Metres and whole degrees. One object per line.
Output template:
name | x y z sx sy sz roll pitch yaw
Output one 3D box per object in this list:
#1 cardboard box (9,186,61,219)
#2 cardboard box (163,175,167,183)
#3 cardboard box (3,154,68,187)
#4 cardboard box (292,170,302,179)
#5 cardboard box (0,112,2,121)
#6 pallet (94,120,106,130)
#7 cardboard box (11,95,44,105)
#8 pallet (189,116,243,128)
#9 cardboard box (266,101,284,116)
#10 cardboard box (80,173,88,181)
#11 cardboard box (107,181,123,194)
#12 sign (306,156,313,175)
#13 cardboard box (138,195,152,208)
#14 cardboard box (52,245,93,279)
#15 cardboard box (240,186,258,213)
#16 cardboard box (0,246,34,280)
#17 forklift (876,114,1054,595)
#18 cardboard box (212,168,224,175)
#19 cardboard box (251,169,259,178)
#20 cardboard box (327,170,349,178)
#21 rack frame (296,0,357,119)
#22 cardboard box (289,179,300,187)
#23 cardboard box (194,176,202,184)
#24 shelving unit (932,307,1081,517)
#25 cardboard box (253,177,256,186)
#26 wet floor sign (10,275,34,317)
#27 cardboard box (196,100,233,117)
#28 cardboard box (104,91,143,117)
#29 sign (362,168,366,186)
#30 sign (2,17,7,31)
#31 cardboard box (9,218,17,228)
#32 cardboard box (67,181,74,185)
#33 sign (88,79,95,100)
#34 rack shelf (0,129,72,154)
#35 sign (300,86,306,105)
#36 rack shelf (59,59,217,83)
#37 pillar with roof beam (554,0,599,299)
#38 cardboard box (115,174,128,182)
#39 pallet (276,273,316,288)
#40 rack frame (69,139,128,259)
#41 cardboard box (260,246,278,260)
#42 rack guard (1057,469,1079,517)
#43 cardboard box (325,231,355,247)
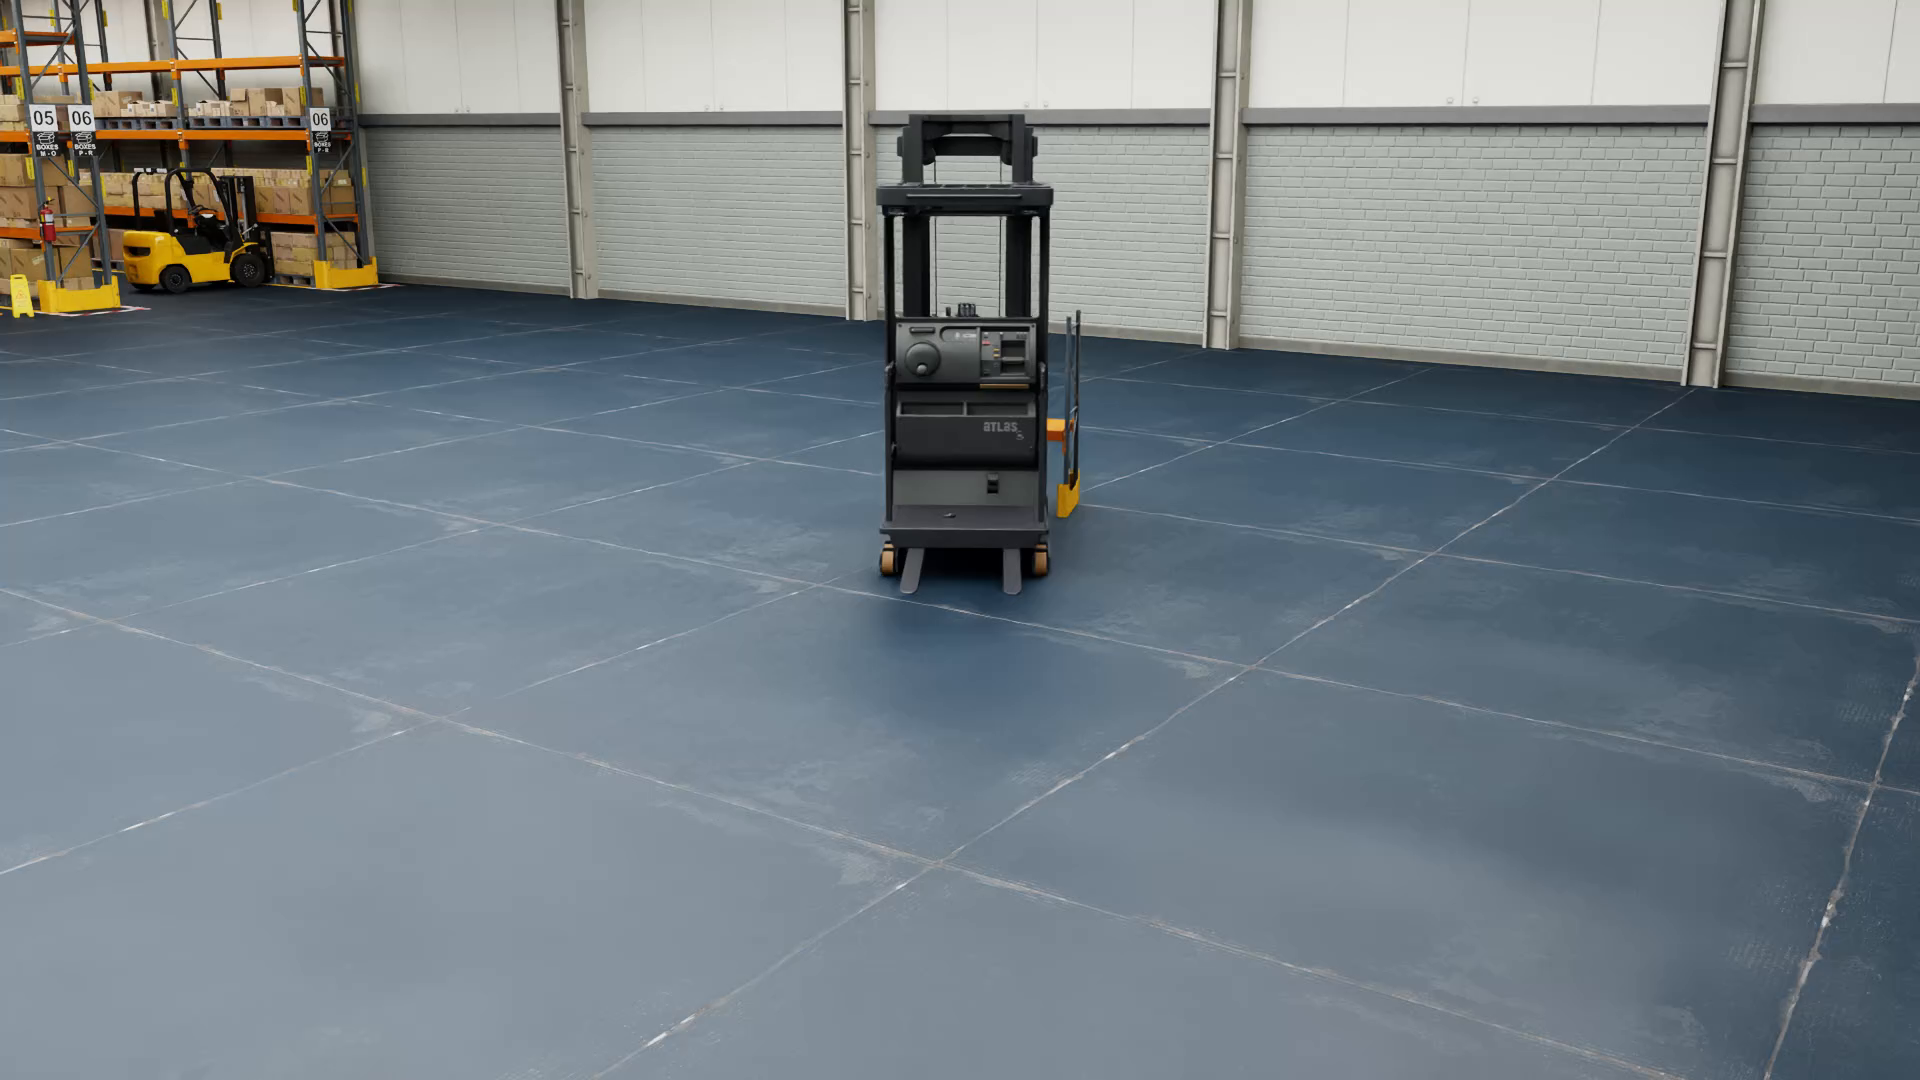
cardboard box | -14.752 -5.389 26.524 0.500 0.500 0.500 9 16 32
cardboard box | -15.505 -7.144 32.883 0.250 0.149 0.380 9 17 33
cardboard box | -14.693 -5.882 26.433 0.500 0.500 0.700 9 16 31
cardboard box | -12.017 -6.709 30.507 0.250 0.149 0.380 9 17 33
cardboard box | -15.132 -6.791 26.466 0.500 0.250 0.500 9 16 32
pallet | -17.406 -8.533 34.200 1.003 0.211 1.213 10 17 35
cardboard box | -14.593 -6.886 26.019 0.250 0.149 0.380 9 17 33
pallet | -13.977 -8.009 31.876 1.213 0.211 1.003 9 17 33
cardboard box | -12.448 -7.896 30.435 0.258 0.266 0.396 9 17 33
cardboard box | -17.919 -7.503 34.334 0.250 0.149 0.380 10 17 34
cardboard box | -16.948 -7.162 33.784 0.500 0.250 0.500 9 16 31
sign | -11.695 -6.739 29.902 0.005 0.325 0.100 9 17 33
cardboard box | -16.079 -6.787 33.309 0.500 0.250 0.500 9 17 33
cardboard box | -14.683 -4.578 27.362 0.500 0.500 0.500 9 16 31
cardboard box | -13.209 -6.436 31.372 0.500 0.500 0.500 9 17 33
cardboard box | -15.393 -4.536 27.193 0.500 0.500 0.500 10 17 35
forklift | 0.038 -1.259 10.810 1.130 2.935 3.031 0 14 1
cardboard box | -14.117 -7.061 31.929 0.250 0.149 0.380 9 16 32
cardboard box | -13.071 -6.887 31.224 0.250 0.149 0.380 9 17 34
cardboard box | -11.540 -6.764 30.728 0.250 0.149 0.380 9 16 32
rack frame | -11.380 -9.081 29.779 0.127 3.000 1.000 9 17 33
cardboard box | -12.053 -6.551 30.486 0.250 0.149 0.380 9 17 34
cardboard box | -14.582 -6.973 32.192 0.250 0.149 0.380 9 16 32
shelving unit | 0.347 -0.995 12.722 1.083 1.500 0.587 3 14 12
cardboard box | -13.059 -6.741 31.255 0.250 0.149 0.380 9 17 32
wet floor sign | -14.587 -3.797 25.818 0.267 0.644 0.232 -10 17 -35
cardboard box | -14.145 -8.210 31.607 0.500 0.311 0.500 10 17 34
cardboard box | -16.709 -8.716 33.259 0.500 0.500 0.500 10 17 34
sign | -11.066 -6.737 30.830 0.005 0.325 0.100 9 17 33
sign | -21.033 -11.332 36.599 0.005 0.325 0.100 9 17 33
cardboard box | -15.050 -5.114 26.764 0.250 0.149 0.380 9 16 32
cardboard box | -19.075 -7.449 35.112 0.500 0.250 0.500 8 16 30
sign | -13.845 -7.167 26.471 0.005 0.325 0.100 9 17 33
rack shelf | -15.807 -6.553 27.309 4.000 0.370 1.077 9 17 33
sign | -11.695 -7.910 29.613 0.005 0.325 0.100 9 17 33
rack shelf | -16.359 -9.342 33.164 4.000 0.370 1.077 9 17 33
pillar with roof beam | -8.879 -7.691 24.164 0.400 9.000 9.100 9 17 33
cardboard box | -16.842 -7.332 33.643 0.250 0.149 0.380 10 17 34
pallet | -12.038 -4.909 31.215 1.213 0.211 1.003 9 17 33
rack frame | -18.019 -7.241 34.834 0.127 3.000 1.000 9 17 33
cardboard box | -12.809 -5.418 31.275 0.500 0.250 0.500 9 16 32
rack guard | 0.832 -0.362 12.766 0.087 0.250 0.587 3 14 12
cardboard box | -11.674 -5.625 31.072 0.500 0.250 0.500 9 16 32
